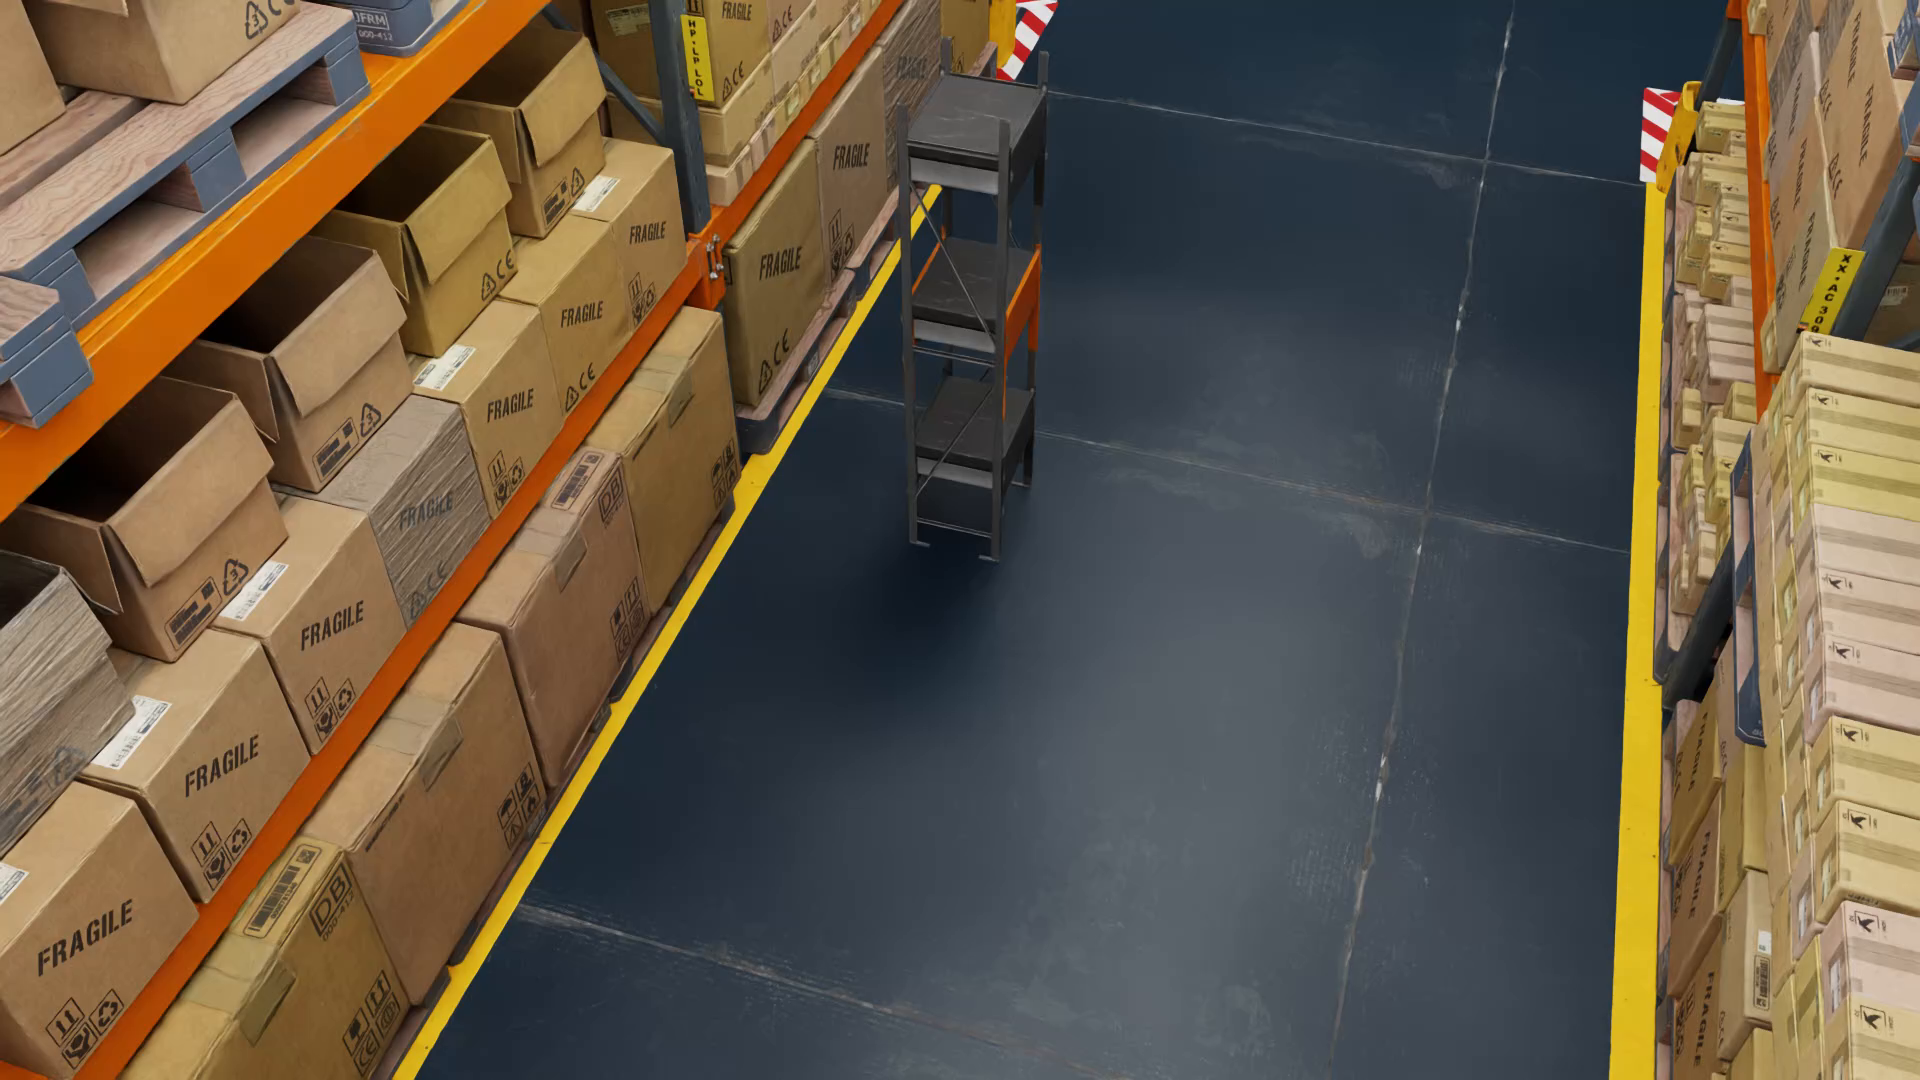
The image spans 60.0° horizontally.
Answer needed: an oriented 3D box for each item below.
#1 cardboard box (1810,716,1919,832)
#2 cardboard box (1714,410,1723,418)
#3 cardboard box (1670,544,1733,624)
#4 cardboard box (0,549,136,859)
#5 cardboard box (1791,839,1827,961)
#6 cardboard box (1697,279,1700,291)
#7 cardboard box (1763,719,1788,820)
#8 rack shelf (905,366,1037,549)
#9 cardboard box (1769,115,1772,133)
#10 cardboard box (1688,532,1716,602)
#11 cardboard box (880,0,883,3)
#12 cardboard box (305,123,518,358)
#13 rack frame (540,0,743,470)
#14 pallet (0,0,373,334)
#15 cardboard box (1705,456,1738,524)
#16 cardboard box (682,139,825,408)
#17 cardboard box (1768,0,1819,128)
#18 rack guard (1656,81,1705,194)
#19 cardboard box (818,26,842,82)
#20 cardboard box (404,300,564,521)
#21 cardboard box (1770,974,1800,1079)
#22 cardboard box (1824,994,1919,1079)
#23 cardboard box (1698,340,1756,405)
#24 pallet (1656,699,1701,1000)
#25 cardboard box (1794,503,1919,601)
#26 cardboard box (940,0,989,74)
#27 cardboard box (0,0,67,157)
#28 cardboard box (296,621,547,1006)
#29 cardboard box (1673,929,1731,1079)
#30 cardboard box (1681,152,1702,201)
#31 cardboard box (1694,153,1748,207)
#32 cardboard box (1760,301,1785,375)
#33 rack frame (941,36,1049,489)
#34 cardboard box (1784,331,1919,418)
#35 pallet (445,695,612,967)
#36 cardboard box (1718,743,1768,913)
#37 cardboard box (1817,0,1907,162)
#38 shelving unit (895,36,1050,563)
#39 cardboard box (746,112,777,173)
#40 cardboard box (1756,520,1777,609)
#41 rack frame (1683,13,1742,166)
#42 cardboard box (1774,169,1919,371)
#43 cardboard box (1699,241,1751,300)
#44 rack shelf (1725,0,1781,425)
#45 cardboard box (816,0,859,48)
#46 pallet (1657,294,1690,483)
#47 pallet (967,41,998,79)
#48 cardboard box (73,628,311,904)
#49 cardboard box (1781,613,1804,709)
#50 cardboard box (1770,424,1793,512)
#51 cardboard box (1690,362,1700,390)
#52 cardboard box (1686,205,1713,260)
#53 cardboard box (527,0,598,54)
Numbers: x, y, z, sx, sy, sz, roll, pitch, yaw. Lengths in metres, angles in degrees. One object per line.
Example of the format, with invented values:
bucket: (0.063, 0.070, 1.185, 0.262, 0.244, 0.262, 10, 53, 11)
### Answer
cardboard box: (2.199, 0.589, 3.857, 0.380, 0.149, 0.250, 14, 46, 14)
cardboard box: (3.321, -0.372, 6.910, 0.380, 0.149, 0.250, 13, 46, 13)
cardboard box: (3.019, 0.189, 6.549, 0.380, 0.149, 0.250, 13, 46, 13)
cardboard box: (-2.446, 0.324, 3.884, 0.797, 0.503, 0.637, 14, 46, 14)
cardboard box: (2.118, 0.868, 3.784, 0.380, 0.149, 0.250, 14, 46, 14)
cardboard box: (3.735, -1.166, 7.934, 0.380, 0.149, 0.250, 13, 46, 13)
cardboard box: (2.277, 0.630, 4.239, 0.380, 0.149, 0.250, 12, 46, 12)
rack shelf: (0.050, -0.351, 7.026, 0.431, 0.518, 0.480, 13, 46, 12)
cardboard box: (3.602, -1.725, 6.947, 0.380, 0.149, 0.250, 14, 46, 14)
cardboard box: (3.018, 0.139, 6.387, 0.380, 0.149, 0.250, 13, 46, 13)
cardboard box: (-0.517, -2.714, 7.958, 0.380, 0.149, 0.250, 13, 46, 13)
cardboard box: (-1.876, -0.976, 5.213, 0.797, 0.503, 0.637, 13, 46, 13)
rack frame: (-1.471, -1.464, 6.500, 1.000, 3.000, 0.127, 13, 46, 13)
pallet: (-2.202, -0.989, 4.005, 1.003, 0.211, 1.213, 15, 46, 14)
cardboard box: (3.124, -0.161, 6.481, 0.380, 0.149, 0.250, 13, 46, 13)
cardboard box: (-1.195, -1.277, 7.529, 0.875, 0.875, 0.875, 13, 46, 13)
cardboard box: (3.591, -1.886, 6.648, 0.500, 0.500, 0.500, 11, 46, 11)
rack guard: (4.413, -2.068, 8.905, 1.175, 0.500, 0.348, 13, 46, 13)
cardboard box: (-0.751, -2.198, 7.430, 0.380, 0.149, 0.250, 12, 46, 12)
cardboard box: (-1.661, -0.452, 5.395, 0.500, 0.500, 0.500, 12, 46, 12)
cardboard box: (2.038, 1.152, 3.706, 0.380, 0.149, 0.250, 11, 45, 11)
cardboard box: (1.960, 1.103, 3.331, 0.380, 0.149, 0.250, 14, 46, 14)
cardboard box: (3.340, -0.685, 7.017, 0.380, 0.149, 0.250, 10, 45, 11)
pallet: (2.991, 1.170, 5.802, 1.003, 0.211, 1.213, 13, 46, 13)
cardboard box: (2.431, 0.070, 4.387, 0.380, 0.149, 0.250, 12, 46, 12)
cardboard box: (-0.378, -3.077, 9.368, 0.875, 0.875, 0.875, 13, 46, 13)
cardboard box: (-2.389, -1.071, 3.583, 0.500, 0.500, 0.500, 15, 46, 15)
cardboard box: (-2.177, 0.764, 5.443, 1.225, 0.875, 0.875, 13, 46, 13)
cardboard box: (2.444, 1.539, 4.919, 0.500, 0.500, 0.500, 13, 46, 13)
cardboard box: (3.973, -1.862, 8.645, 0.380, 0.149, 0.250, 13, 46, 13)
cardboard box: (3.787, -1.729, 8.084, 0.380, 0.149, 0.250, 12, 46, 12)
cardboard box: (3.063, -0.691, 5.890, 0.380, 0.149, 0.250, 11, 46, 11)
rack frame: (0.124, -1.023, 6.694, 0.400, 2.100, 0.015, 13, 46, 12)
cardboard box: (2.667, -0.454, 4.922, 0.380, 0.149, 0.250, 15, 46, 15)
pallet: (-2.001, 0.879, 6.100, 1.003, 0.211, 1.213, 13, 46, 13)
cardboard box: (2.591, 0.921, 5.013, 0.500, 0.250, 0.500, 14, 46, 14)
cardboard box: (3.261, -1.562, 5.601, 0.500, 0.500, 0.500, 11, 45, 11)
shelving unit: (0.050, -0.861, 6.527, 0.431, 2.100, 0.503, 13, 46, 12)
cardboard box: (-0.985, -1.676, 6.896, 0.380, 0.149, 0.250, 11, 45, 11)
cardboard box: (2.510, 0.111, 4.770, 0.380, 0.149, 0.250, 13, 46, 13)
rack frame: (4.436, -3.012, 8.082, 1.000, 3.000, 0.127, 13, 46, 13)
cardboard box: (3.102, -0.870, 5.609, 0.500, 0.500, 0.500, 13, 46, 13)
cardboard box: (3.574, -1.197, 7.540, 0.380, 0.149, 0.250, 13, 46, 13)
rack shelf: (3.831, -1.422, 6.972, 1.077, 0.370, 4.000, 13, 46, 13)
cardboard box: (-0.773, -2.451, 7.404, 0.500, 0.250, 0.500, 14, 46, 13)
pallet: (3.762, -0.620, 7.632, 1.003, 0.211, 1.213, 13, 46, 13)
pallet: (-0.428, -2.584, 9.639, 1.003, 0.211, 1.213, 13, 46, 13)
cardboard box: (-2.122, 0.556, 4.365, 0.500, 0.500, 0.500, 11, 46, 11)
cardboard box: (2.355, 0.352, 4.312, 0.380, 0.149, 0.250, 14, 46, 14)
cardboard box: (2.591, -0.174, 4.849, 0.380, 0.149, 0.250, 12, 46, 12)
cardboard box: (3.476, -0.660, 7.417, 0.380, 0.149, 0.250, 13, 46, 13)
cardboard box: (3.726, -1.454, 8.016, 0.380, 0.149, 0.250, 14, 46, 14)
cardboard box: (-1.587, -2.148, 6.557, 0.500, 0.500, 0.500, 14, 46, 14)
